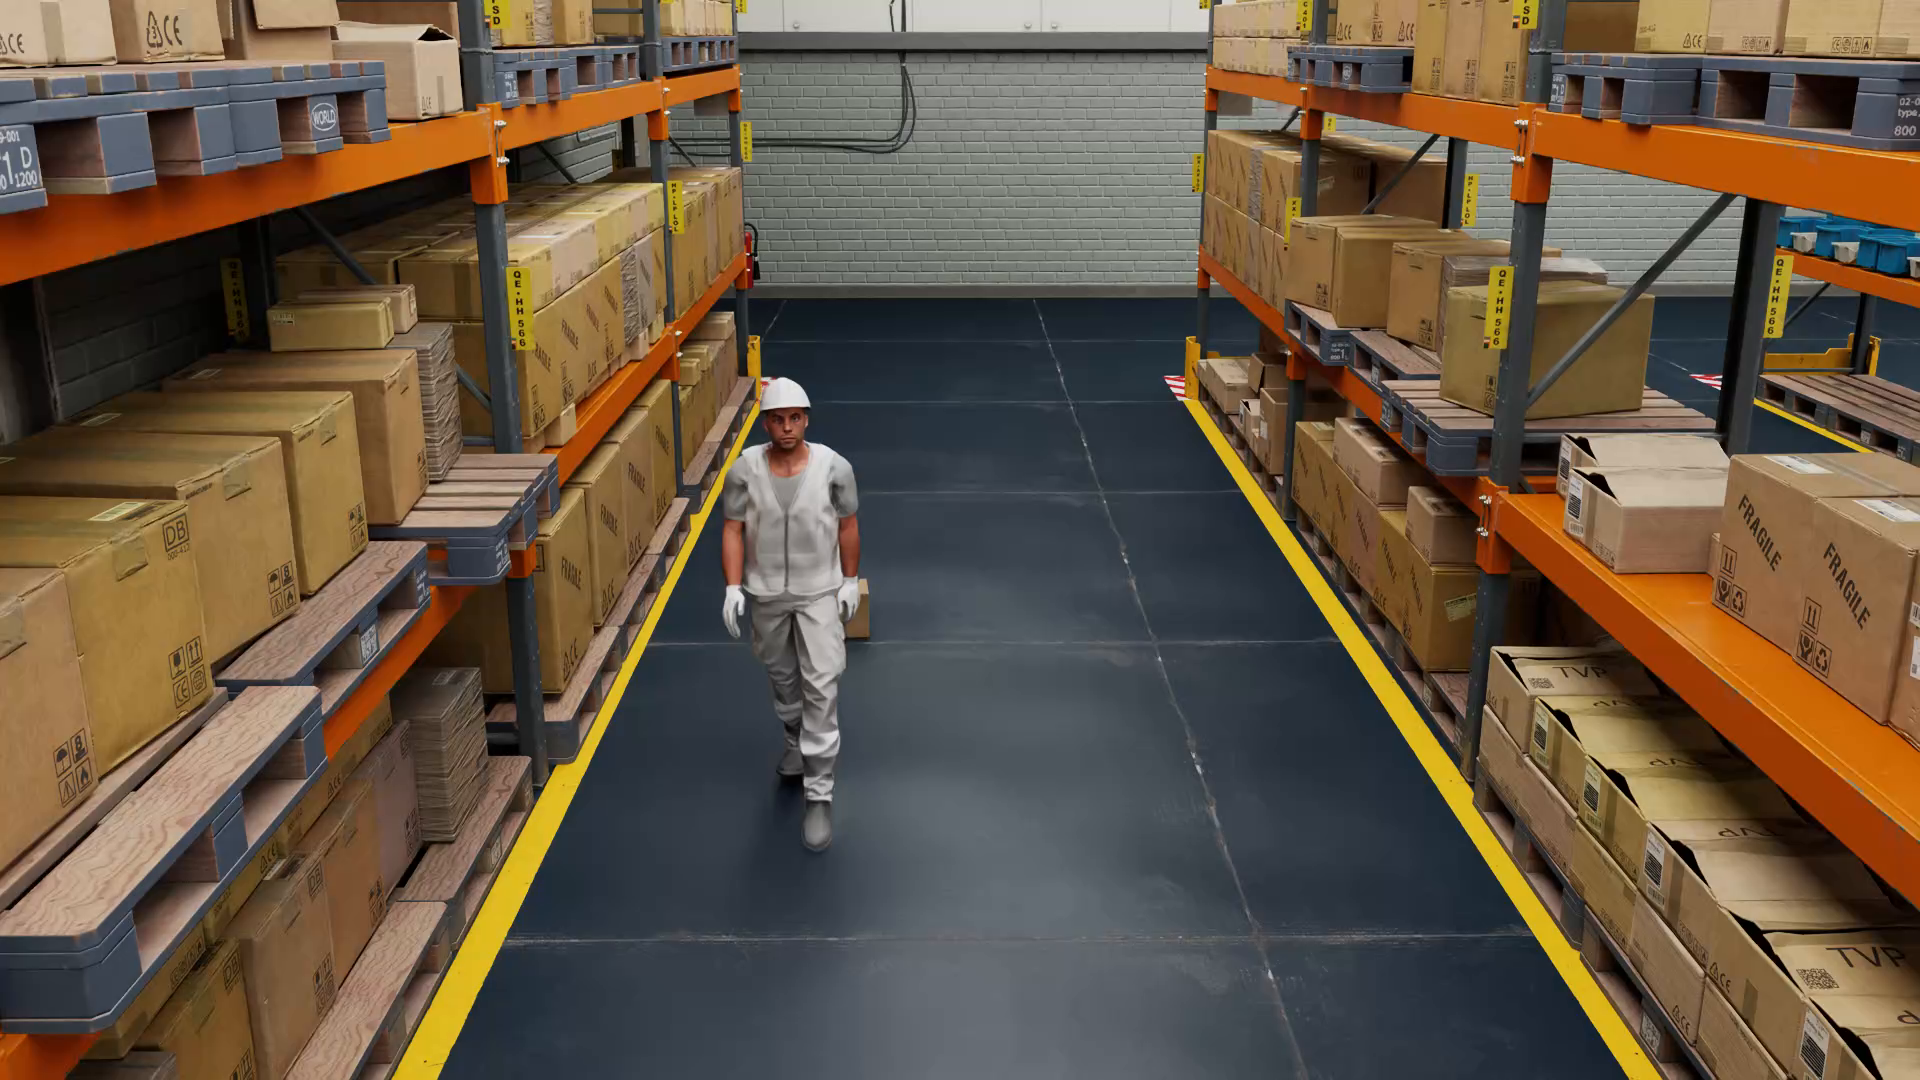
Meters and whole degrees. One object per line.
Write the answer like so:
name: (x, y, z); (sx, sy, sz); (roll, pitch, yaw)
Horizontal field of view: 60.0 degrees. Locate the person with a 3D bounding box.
person: (-0.684, 0.245, 6.673); (0.542, 1.787, 0.865); (1, 17, 2)
